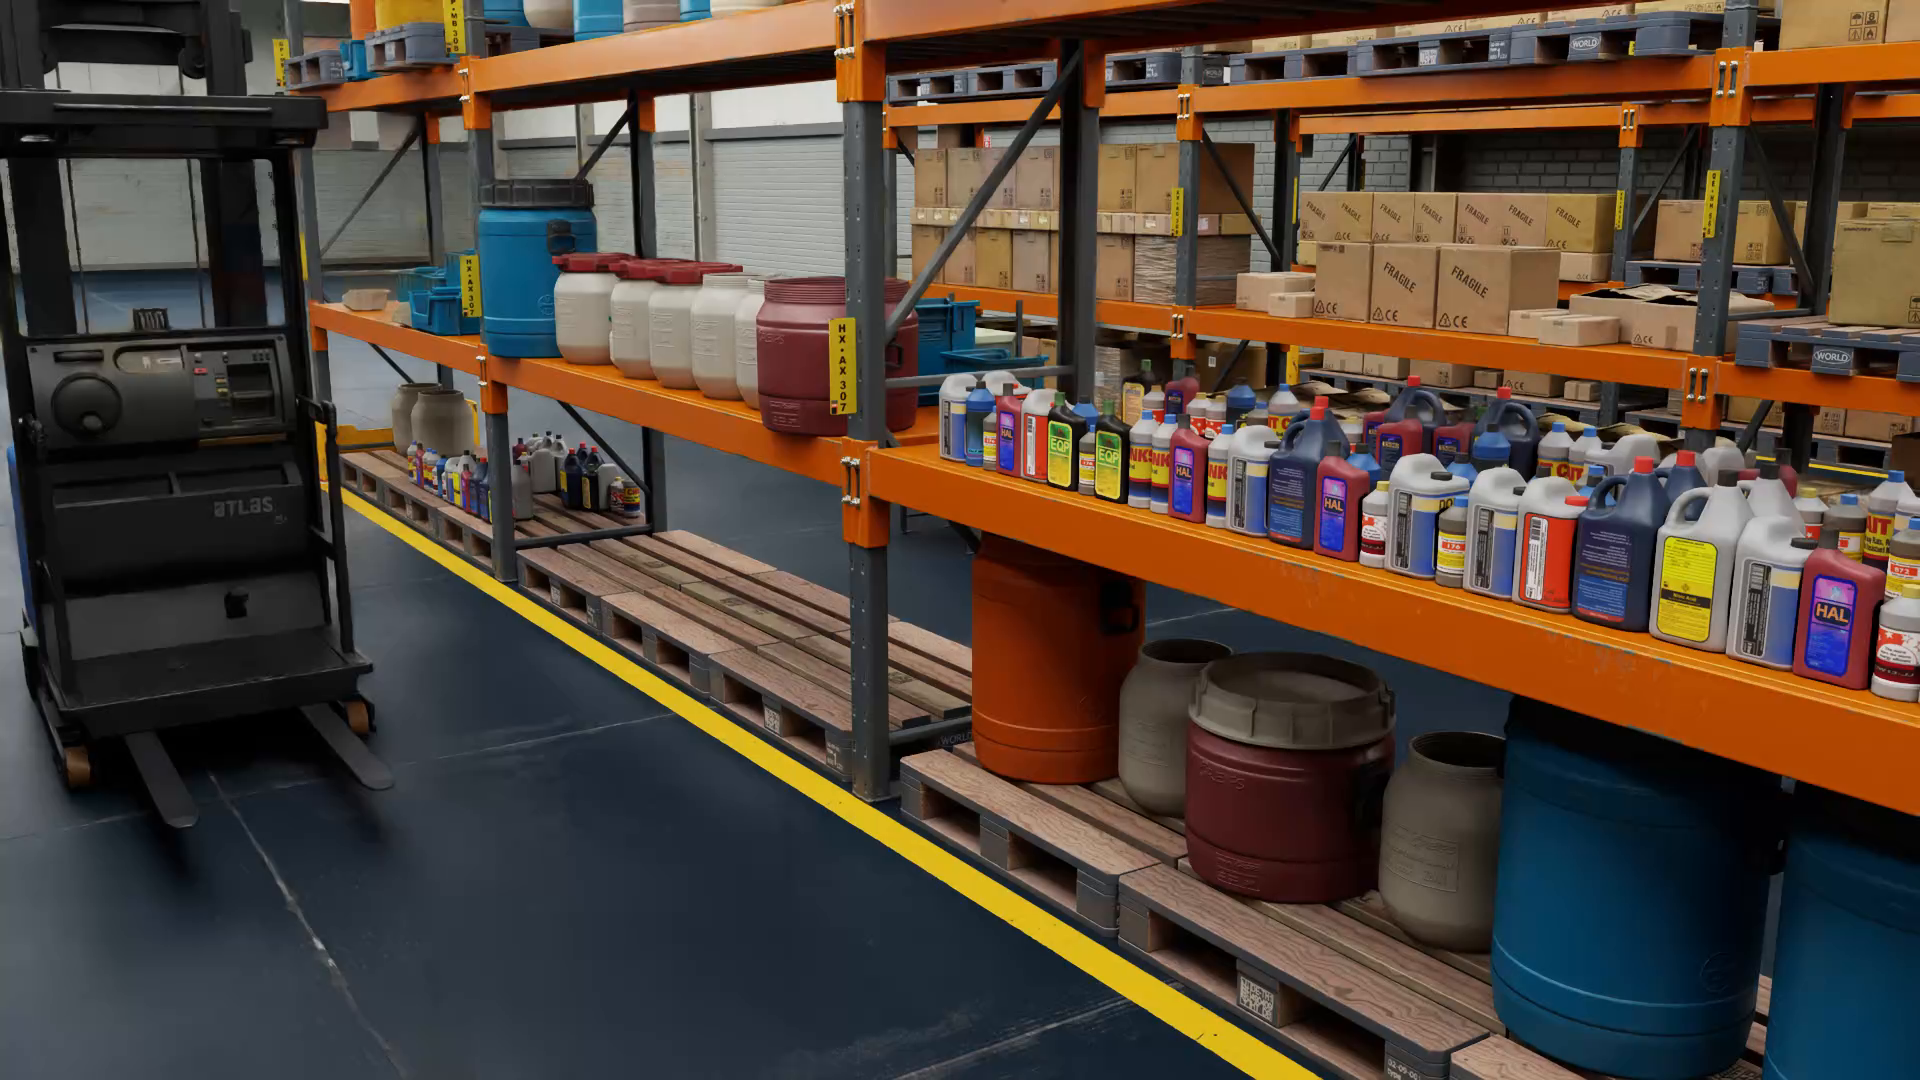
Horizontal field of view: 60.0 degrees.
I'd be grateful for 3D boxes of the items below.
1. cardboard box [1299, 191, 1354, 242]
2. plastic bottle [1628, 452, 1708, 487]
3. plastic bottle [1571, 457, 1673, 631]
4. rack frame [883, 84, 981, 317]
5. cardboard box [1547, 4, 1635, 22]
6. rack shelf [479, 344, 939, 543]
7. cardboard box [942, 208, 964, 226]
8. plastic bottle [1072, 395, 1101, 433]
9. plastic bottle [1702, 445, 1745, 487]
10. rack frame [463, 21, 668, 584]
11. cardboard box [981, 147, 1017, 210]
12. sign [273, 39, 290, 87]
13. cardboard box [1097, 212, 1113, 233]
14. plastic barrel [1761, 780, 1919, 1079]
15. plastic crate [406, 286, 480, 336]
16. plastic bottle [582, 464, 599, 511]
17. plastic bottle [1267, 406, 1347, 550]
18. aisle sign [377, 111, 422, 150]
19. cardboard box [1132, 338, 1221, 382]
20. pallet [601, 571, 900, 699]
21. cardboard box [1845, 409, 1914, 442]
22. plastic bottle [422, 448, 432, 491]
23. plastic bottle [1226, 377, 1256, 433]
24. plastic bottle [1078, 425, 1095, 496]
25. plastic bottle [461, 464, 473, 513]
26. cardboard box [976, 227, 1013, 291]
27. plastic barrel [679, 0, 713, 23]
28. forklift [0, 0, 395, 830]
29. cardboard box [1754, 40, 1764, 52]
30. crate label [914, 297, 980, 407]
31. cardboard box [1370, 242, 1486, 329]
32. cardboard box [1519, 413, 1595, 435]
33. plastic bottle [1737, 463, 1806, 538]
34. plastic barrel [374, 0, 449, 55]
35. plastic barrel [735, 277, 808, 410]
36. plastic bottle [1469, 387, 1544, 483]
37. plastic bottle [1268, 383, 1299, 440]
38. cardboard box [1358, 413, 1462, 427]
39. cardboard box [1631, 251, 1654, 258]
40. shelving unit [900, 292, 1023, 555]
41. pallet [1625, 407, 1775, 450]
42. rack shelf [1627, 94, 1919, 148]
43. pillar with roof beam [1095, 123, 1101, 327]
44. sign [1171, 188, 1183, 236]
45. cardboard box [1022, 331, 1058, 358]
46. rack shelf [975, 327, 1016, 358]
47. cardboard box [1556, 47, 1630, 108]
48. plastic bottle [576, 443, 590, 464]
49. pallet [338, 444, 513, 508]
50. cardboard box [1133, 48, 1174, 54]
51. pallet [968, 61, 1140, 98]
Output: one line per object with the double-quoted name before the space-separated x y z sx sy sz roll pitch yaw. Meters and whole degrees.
"cardboard box" 3.885 -3.356 17.237 0.500 0.500 0.500 -8 15 -33
"plastic bottle" 1.693 -0.081 3.999 0.152 0.276 0.135 -8 15 -33
"plastic bottle" 1.387 -0.001 3.458 0.144 0.351 0.185 -8 15 -33
"rack frame" -0.252 -2.587 15.170 1.000 3.000 0.127 -8 15 -33
"cardboard box" 3.577 -2.926 9.069 0.500 0.250 0.500 -8 14 -31
"rack shelf" -1.053 -0.583 7.689 1.077 0.370 4.000 -8 15 -33
"cardboard box" 0.072 -2.766 14.237 0.380 0.149 0.250 -8 15 -33
"plastic bottle" 0.374 -0.301 5.020 0.097 0.271 0.097 0 12 0
"plastic bottle" 1.819 -0.099 4.081 0.152 0.276 0.135 -8 15 -33
"rack frame" -2.161 -1.290 9.239 1.000 3.000 0.127 -8 15 -33
"cardboard box" 0.602 -2.993 13.756 0.700 0.500 0.500 -8 15 -33
"sign" -4.838 -3.407 11.876 0.100 0.325 0.005 -8 15 -33
"cardboard box" 1.207 -2.401 12.569 0.380 0.149 0.250 -8 15 -33
"plastic barrel" 1.984 0.854 3.363 0.600 0.901 0.708 -8 15 -33
"plastic crate" -3.000 -1.382 10.007 0.499 0.251 0.616 -8 15 -33
"plastic bottle" -2.263 -0.328 10.168 0.061 0.283 0.133 -8 15 -33
"plastic bottle" 0.879 -0.164 4.204 0.144 0.351 0.185 -8 15 -33
"aisle sign" -4.170 -3.319 12.433 0.394 0.787 0.004 -8 15 -33
"cardboard box" 1.685 -1.311 13.034 0.500 0.500 0.500 -8 15 -33
"pallet" -1.014 0.425 7.926 1.003 0.211 1.213 -8 15 -33
"cardboard box" 7.373 -1.057 12.996 0.700 0.500 0.500 -8 15 -33
"plastic bottle" -3.442 -0.463 10.814 0.097 0.271 0.097 0 12 0
"plastic bottle" 0.919 -0.396 5.451 0.097 0.271 0.097 0 12 0
"plastic bottle" 0.398 -0.236 4.886 0.097 0.201 0.097 0 12 0
"plastic bottle" -2.989 -0.316 10.115 0.061 0.283 0.133 -7 14 -29
"cardboard box" 0.562 -2.369 13.941 0.700 0.500 0.500 -8 15 -32
"plastic barrel" -0.974 -2.703 7.505 0.600 0.901 0.708 -8 15 -33
"forklift" -3.000 -0.623 6.348 1.130 2.935 3.031 -8 15 -32
"cardboard box" 6.664 -3.873 13.256 0.500 0.311 0.500 -8 14 -31
"crate label" -0.270 -0.804 6.936 0.502 0.435 0.616 -8 15 -33
"cardboard box" 2.946 -1.603 10.437 0.500 0.500 0.500 -8 15 -33
"cardboard box" 3.556 -0.611 10.276 0.500 0.311 0.500 -9 15 -34
"plastic bottle" 1.610 0.015 3.386 0.144 0.351 0.185 -8 15 -33
"plastic barrel" -3.640 -3.576 11.248 0.600 0.588 0.600 0 12 0
"plastic barrel" -0.693 -0.791 6.695 0.421 0.512 0.421 0 12 0
"plastic bottle" 1.498 -0.240 4.552 0.144 0.351 0.185 -8 15 -33
"plastic bottle" 1.027 -0.361 5.293 0.097 0.271 0.097 0 12 0
"cardboard box" 2.839 -0.635 10.385 0.500 0.311 0.500 -8 14 -31
"cardboard box" 6.005 -2.508 15.113 0.500 0.250 0.500 -8 15 -32
"shelving unit" -0.004 -0.734 10.207 0.431 1.500 0.755 -8 15 -33
"pallet" 6.519 -0.962 14.266 1.003 0.211 1.213 -8 15 -33
"rack shelf" 7.195 -3.221 12.731 1.077 0.370 4.000 -8 15 -33
"pillar with roof beam" -1.930 -6.640 19.661 9.100 9.000 0.400 -8 15 -33
"sign" 1.504 -2.271 11.514 0.100 0.325 0.005 -8 15 -33
"cardboard box" 0.689 -1.426 13.560 0.500 0.500 0.500 -8 15 -33
"rack shelf" -0.004 -1.115 10.124 0.431 0.370 0.720 -8 15 -33
"cardboard box" 5.600 -4.047 14.546 0.500 0.500 0.500 -8 14 -31
"plastic bottle" -2.367 -0.437 10.509 0.144 0.351 0.185 -9 15 -35
"pallet" -3.850 -0.486 12.090 1.003 0.211 1.213 -8 15 -33
"cardboard box" 1.606 -3.788 12.537 0.500 0.311 0.500 -9 15 -36
"pallet" 0.799 -3.663 13.276 1.003 0.211 1.213 -8 15 -33
